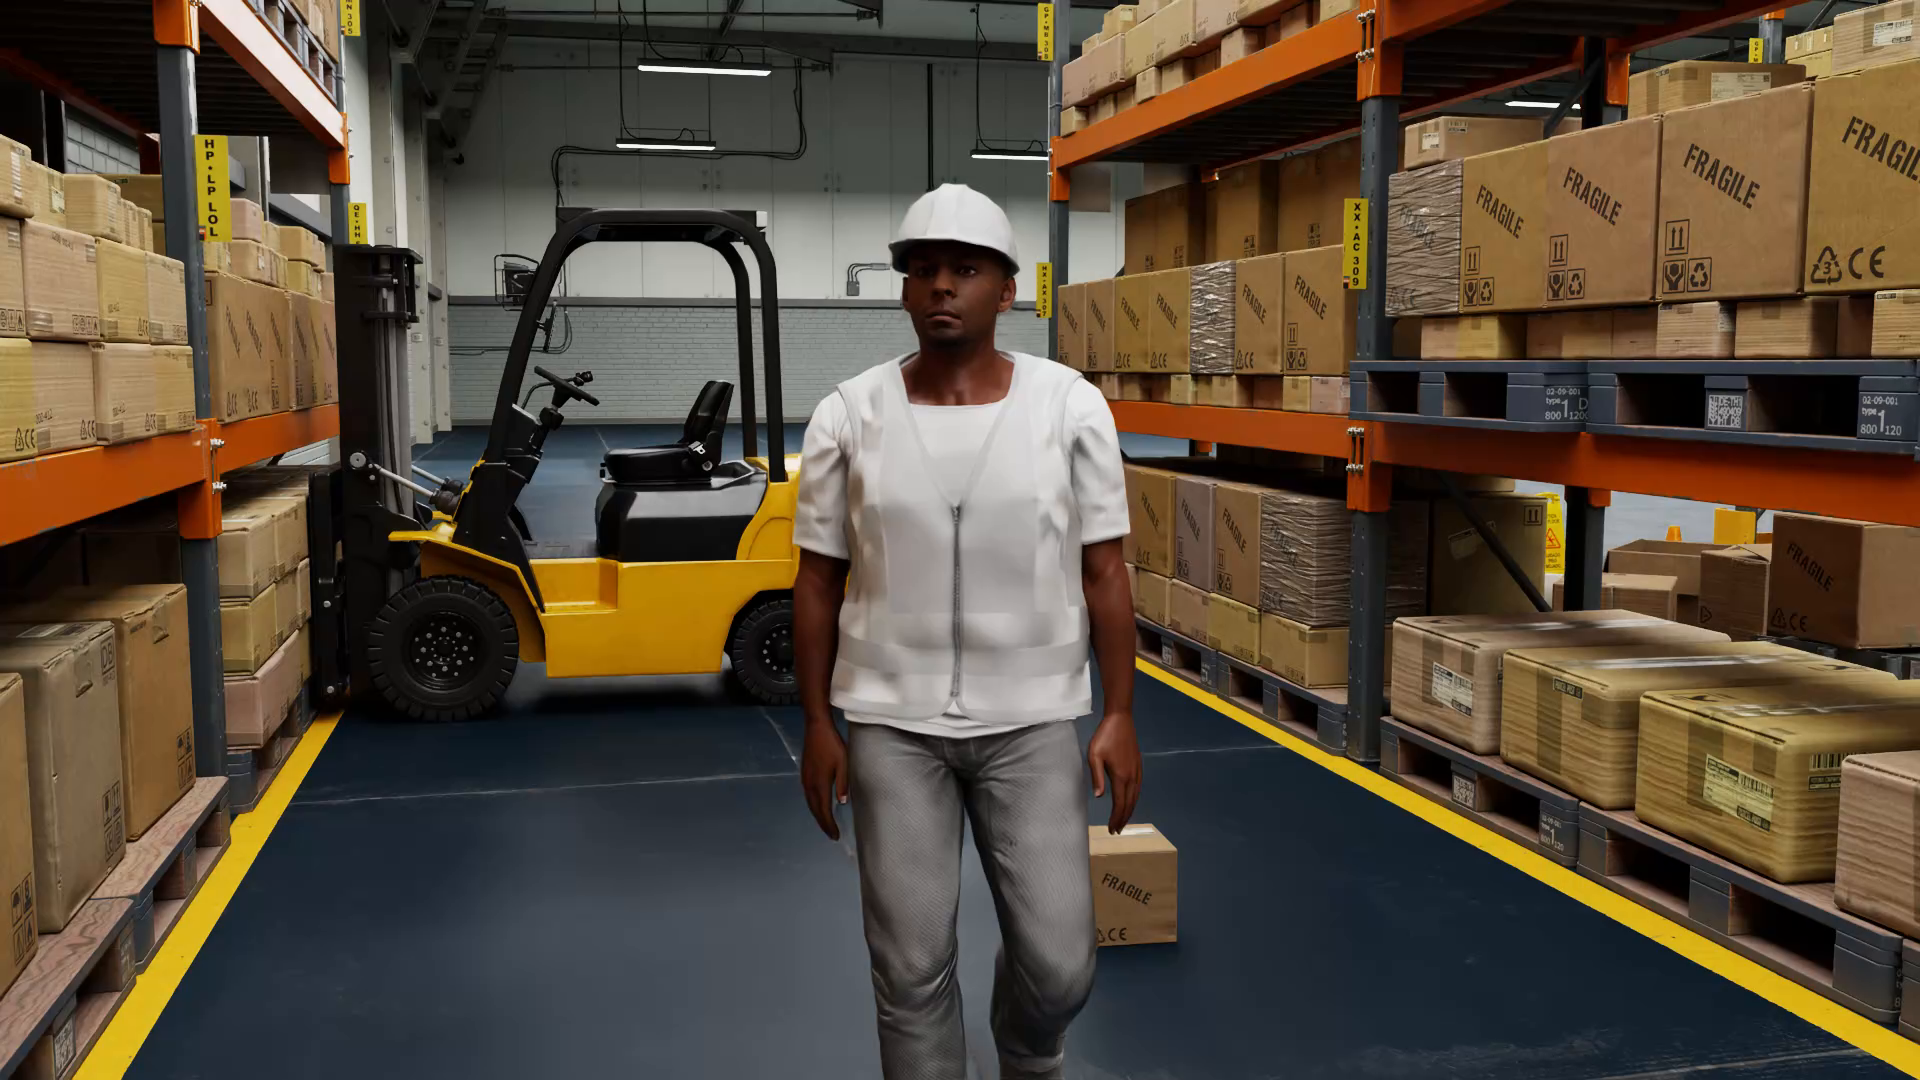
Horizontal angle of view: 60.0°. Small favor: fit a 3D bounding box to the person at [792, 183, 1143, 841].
[{"bbox_3d":[0.010,-0.035,2.733,0.587,1.083,0.337,0,6,3],"label":"person"}]
